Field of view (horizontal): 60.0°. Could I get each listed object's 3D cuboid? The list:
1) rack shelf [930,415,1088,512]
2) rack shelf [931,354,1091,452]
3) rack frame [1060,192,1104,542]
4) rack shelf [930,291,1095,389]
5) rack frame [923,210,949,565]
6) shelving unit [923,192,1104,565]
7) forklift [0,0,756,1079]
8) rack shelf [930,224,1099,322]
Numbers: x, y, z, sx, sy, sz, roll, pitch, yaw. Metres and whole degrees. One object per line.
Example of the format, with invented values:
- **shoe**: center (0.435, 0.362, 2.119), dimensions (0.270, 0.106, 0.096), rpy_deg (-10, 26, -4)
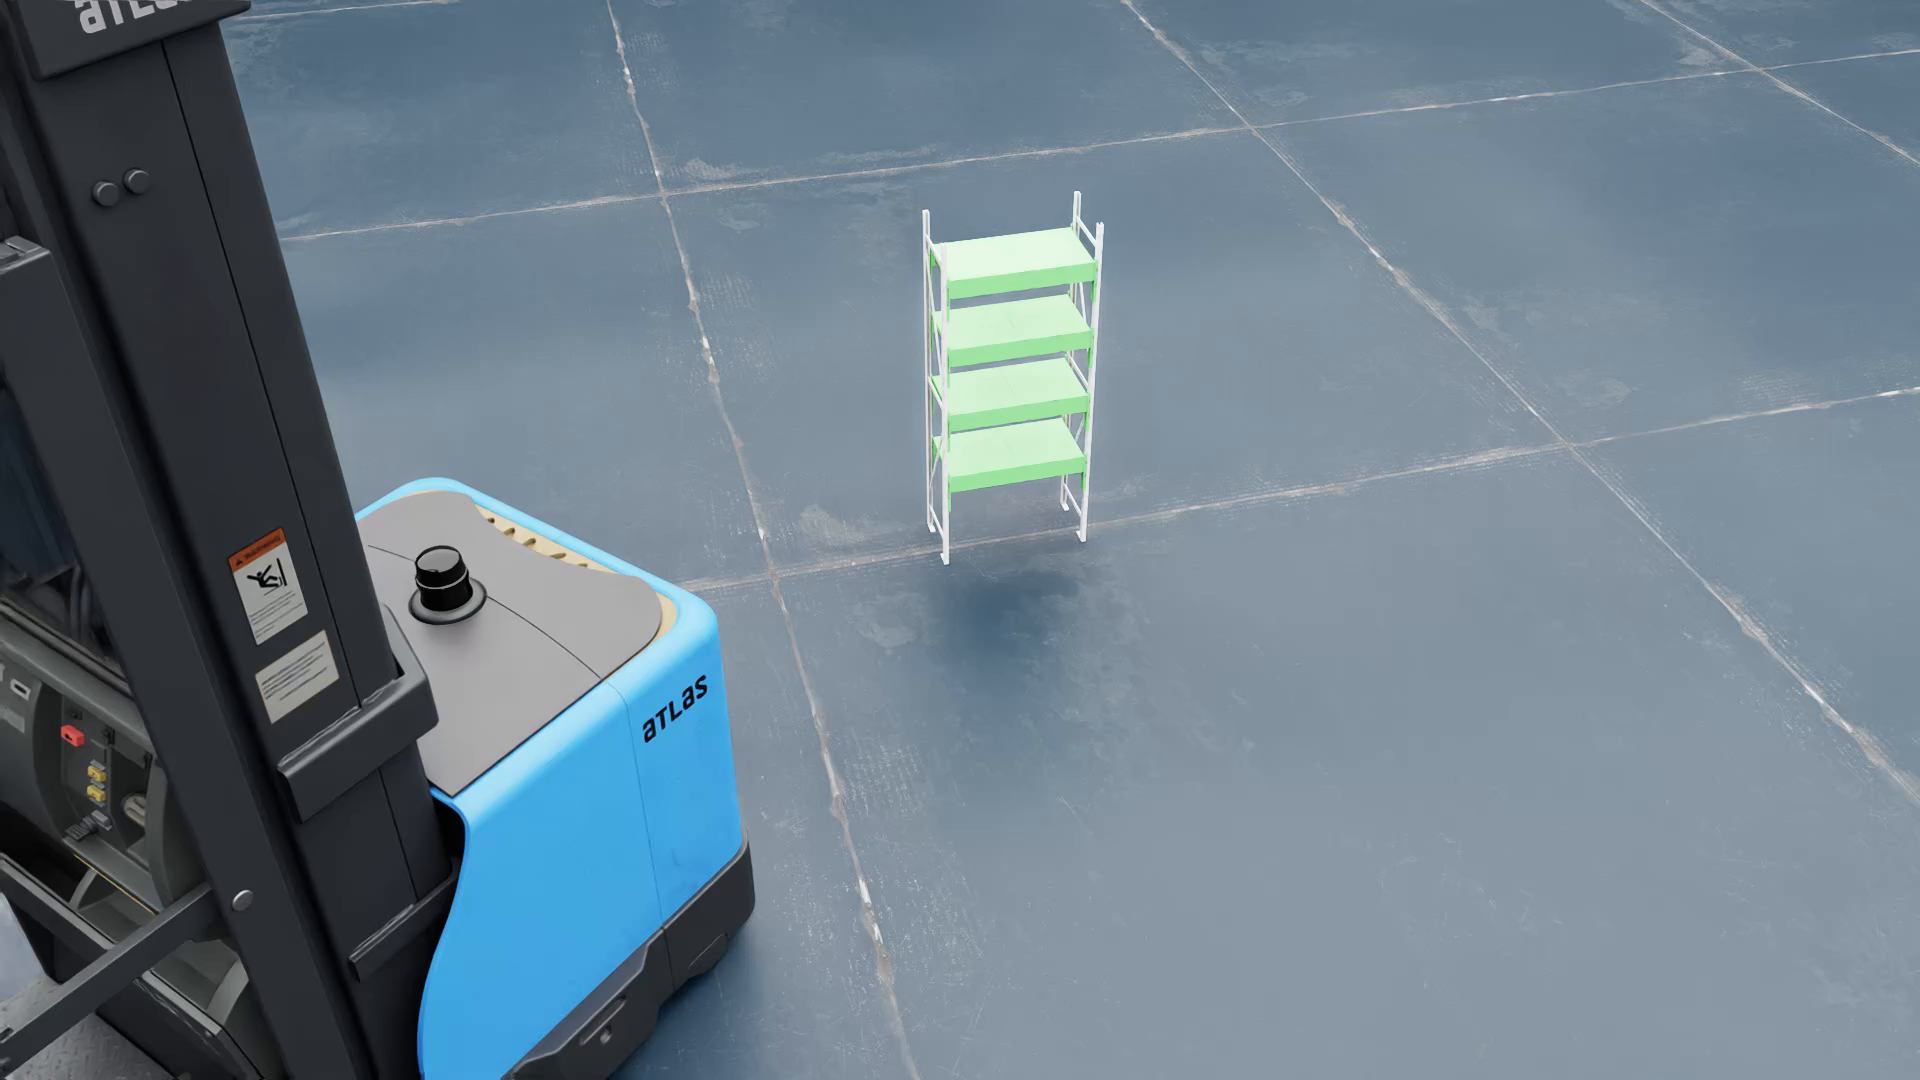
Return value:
- **rack shelf**: center (0.160, -0.261, 5.604), dimensions (0.480, 0.148, 0.258), rpy_deg (-9, 38, -12)
- **rack shelf**: center (0.160, -0.452, 5.459), dimensions (0.480, 0.148, 0.258), rpy_deg (-9, 38, -12)
- **rack frame**: center (0.395, -0.541, 5.470), dimensions (0.015, 1.200, 0.240), rpy_deg (-9, 38, -12)
- **rack shelf**: center (0.160, -0.643, 5.313), dimensions (0.480, 0.148, 0.258), rpy_deg (-9, 38, -12)
- **rack frame**: center (-0.076, -0.464, 5.369), dimensions (0.015, 1.200, 0.240), rpy_deg (-9, 38, -12)
- **shelving unit**: center (0.160, -0.503, 5.420), dimensions (0.503, 1.200, 0.258), rpy_deg (-9, 38, -12)
- **forklift**: center (-1.791, 0.408, 2.804), dimensions (1.130, 2.935, 3.031), rpy_deg (23, 43, 27)
- **rack shelf**: center (0.160, -0.833, 5.167), dimensions (0.480, 0.148, 0.258), rpy_deg (-9, 38, -12)
